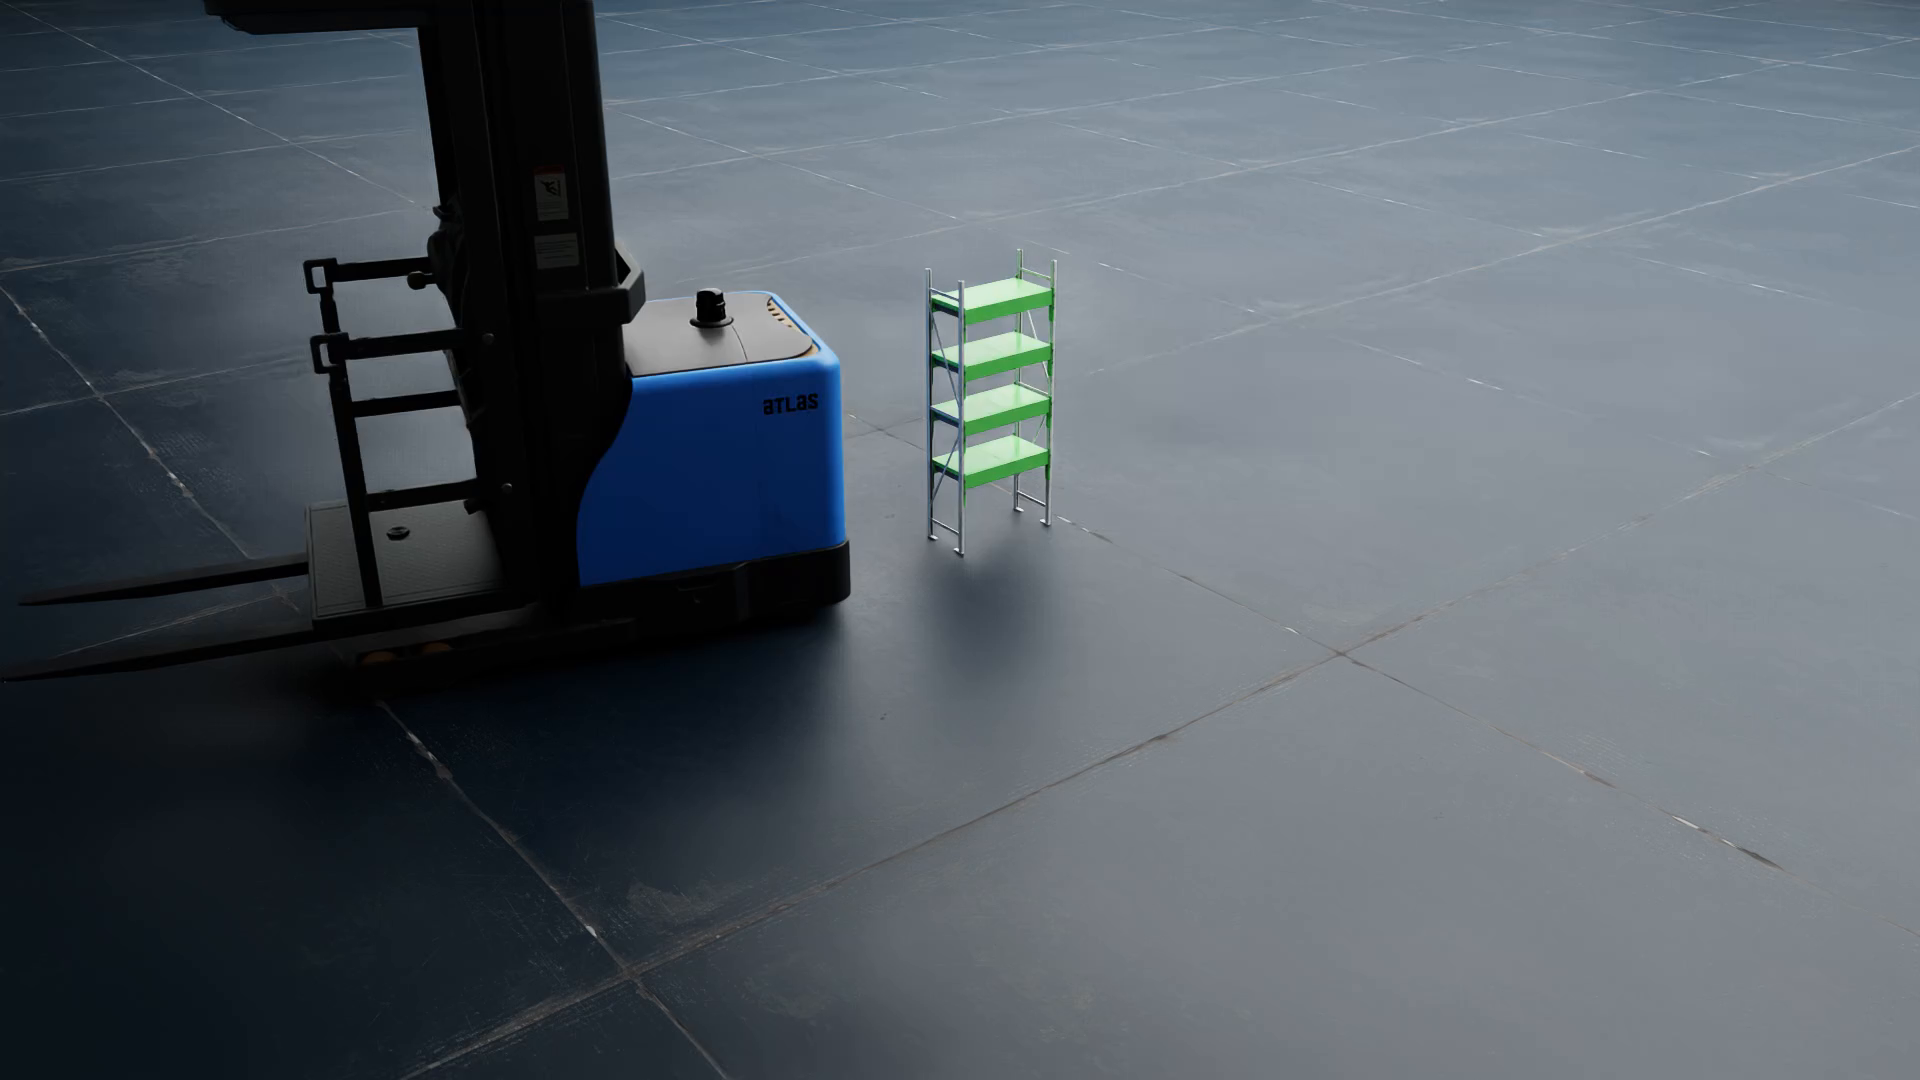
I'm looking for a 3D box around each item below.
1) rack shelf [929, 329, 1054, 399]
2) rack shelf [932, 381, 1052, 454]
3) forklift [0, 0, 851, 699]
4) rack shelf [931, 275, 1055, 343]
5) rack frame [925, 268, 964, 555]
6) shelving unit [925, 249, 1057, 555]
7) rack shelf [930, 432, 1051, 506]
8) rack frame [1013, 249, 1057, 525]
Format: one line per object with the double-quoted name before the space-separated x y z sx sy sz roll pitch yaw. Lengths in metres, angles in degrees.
"rack shelf" 0.130 -0.747 7.016 0.480 0.148 0.258 -18 31 -34
"rack shelf" 0.130 -0.529 7.117 0.480 0.148 0.258 -18 31 -34
"forklift" -2.006 -1.007 5.939 3.031 2.935 1.130 -9 26 -19
"rack shelf" 0.130 -0.965 6.915 0.480 0.148 0.258 -18 31 -34
"rack frame" -0.062 -0.524 6.953 0.015 1.200 0.240 -18 31 -34
"shelving unit" 0.130 -0.587 7.090 0.503 1.200 0.258 -18 31 -34
"rack shelf" 0.130 -0.312 7.218 0.480 0.148 0.258 -18 31 -34
"rack frame" 0.322 -0.651 7.227 0.015 1.200 0.240 -18 31 -34
